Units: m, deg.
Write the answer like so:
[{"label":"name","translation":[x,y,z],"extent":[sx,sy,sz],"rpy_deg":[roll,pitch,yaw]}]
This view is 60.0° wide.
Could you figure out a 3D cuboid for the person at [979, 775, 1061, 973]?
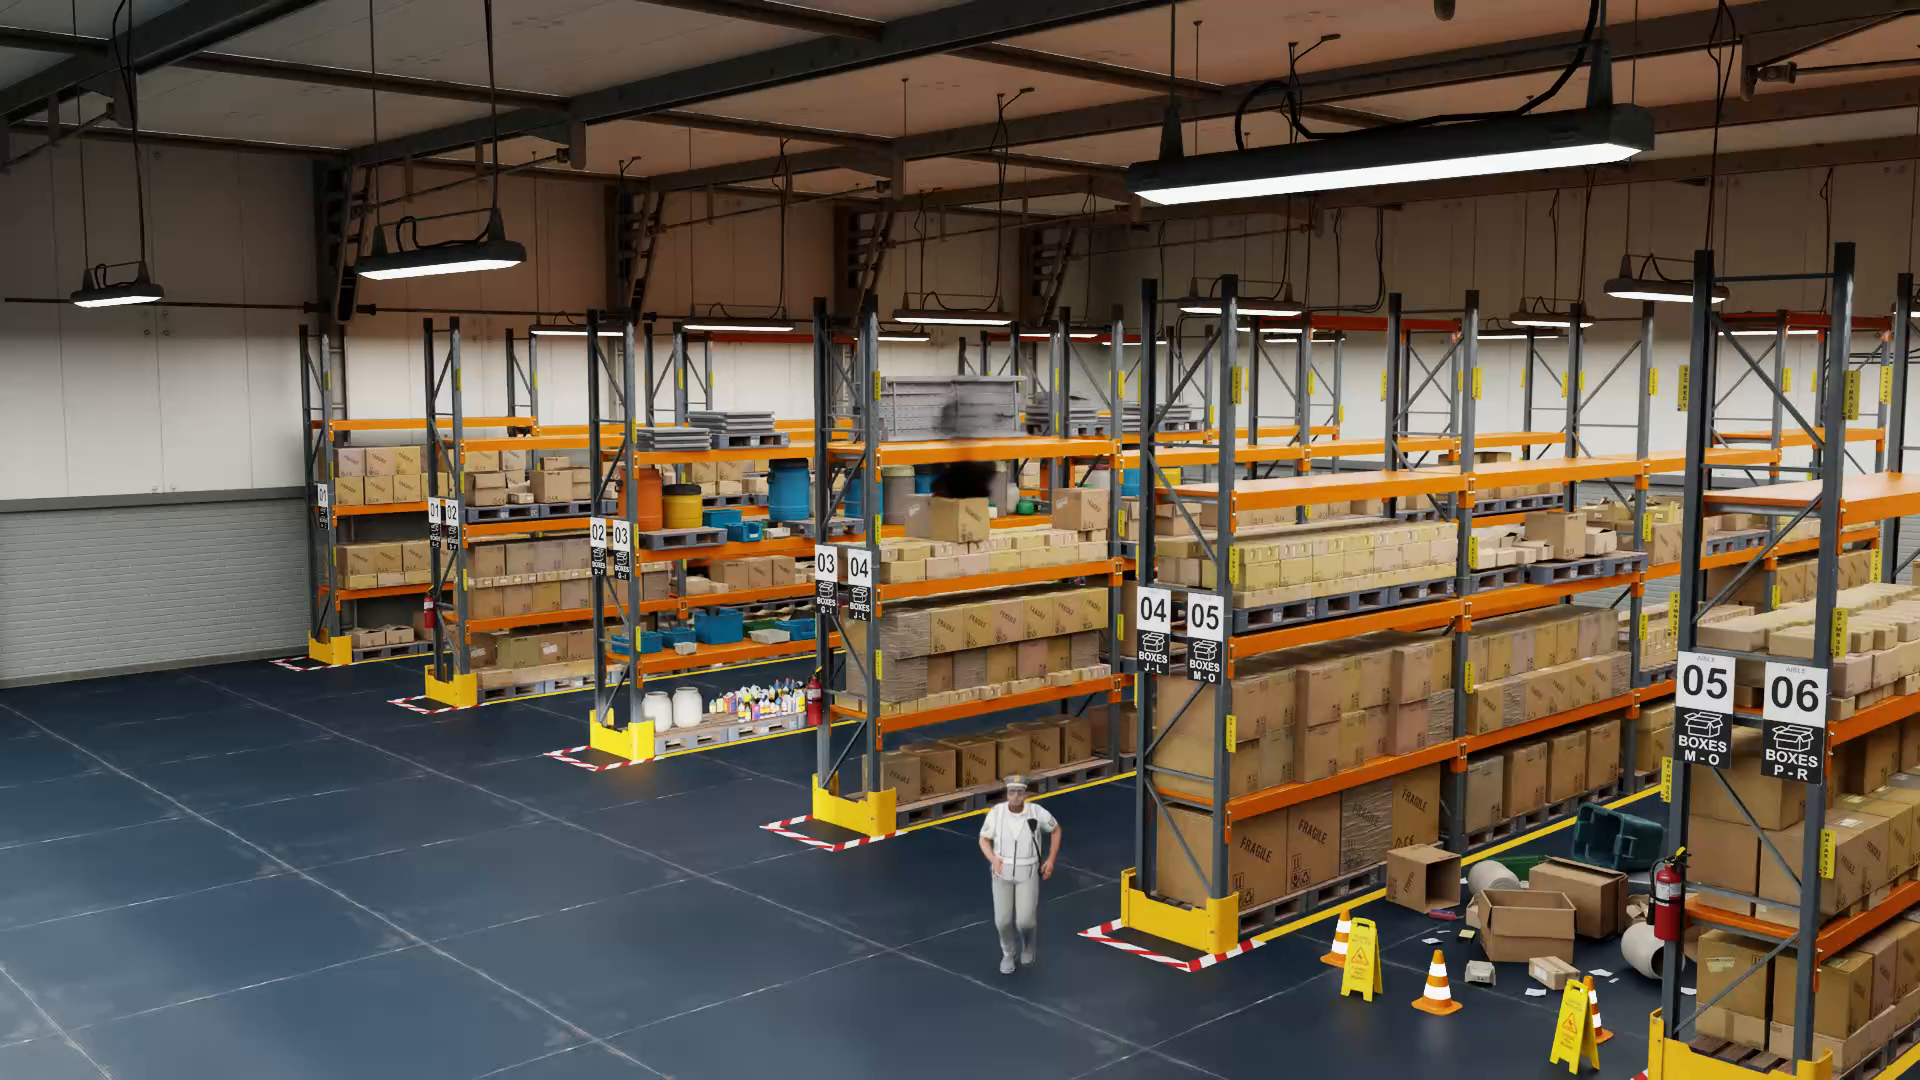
[{"label":"person","translation":[0.502,2.867,14.254],"extent":[0.699,1.754,0.606],"rpy_deg":[1,6,7]}]

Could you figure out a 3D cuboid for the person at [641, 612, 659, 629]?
[{"label":"person","translation":[-5.730,1.188,30.945],"extent":[0.701,1.716,0.587],"rpy_deg":[3,7,30]}]

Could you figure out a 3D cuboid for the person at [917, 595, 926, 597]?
[{"label":"person","translation":[-0.597,1.508,28.288],"extent":[0.612,1.648,0.831],"rpy_deg":[6,8,44]}]
